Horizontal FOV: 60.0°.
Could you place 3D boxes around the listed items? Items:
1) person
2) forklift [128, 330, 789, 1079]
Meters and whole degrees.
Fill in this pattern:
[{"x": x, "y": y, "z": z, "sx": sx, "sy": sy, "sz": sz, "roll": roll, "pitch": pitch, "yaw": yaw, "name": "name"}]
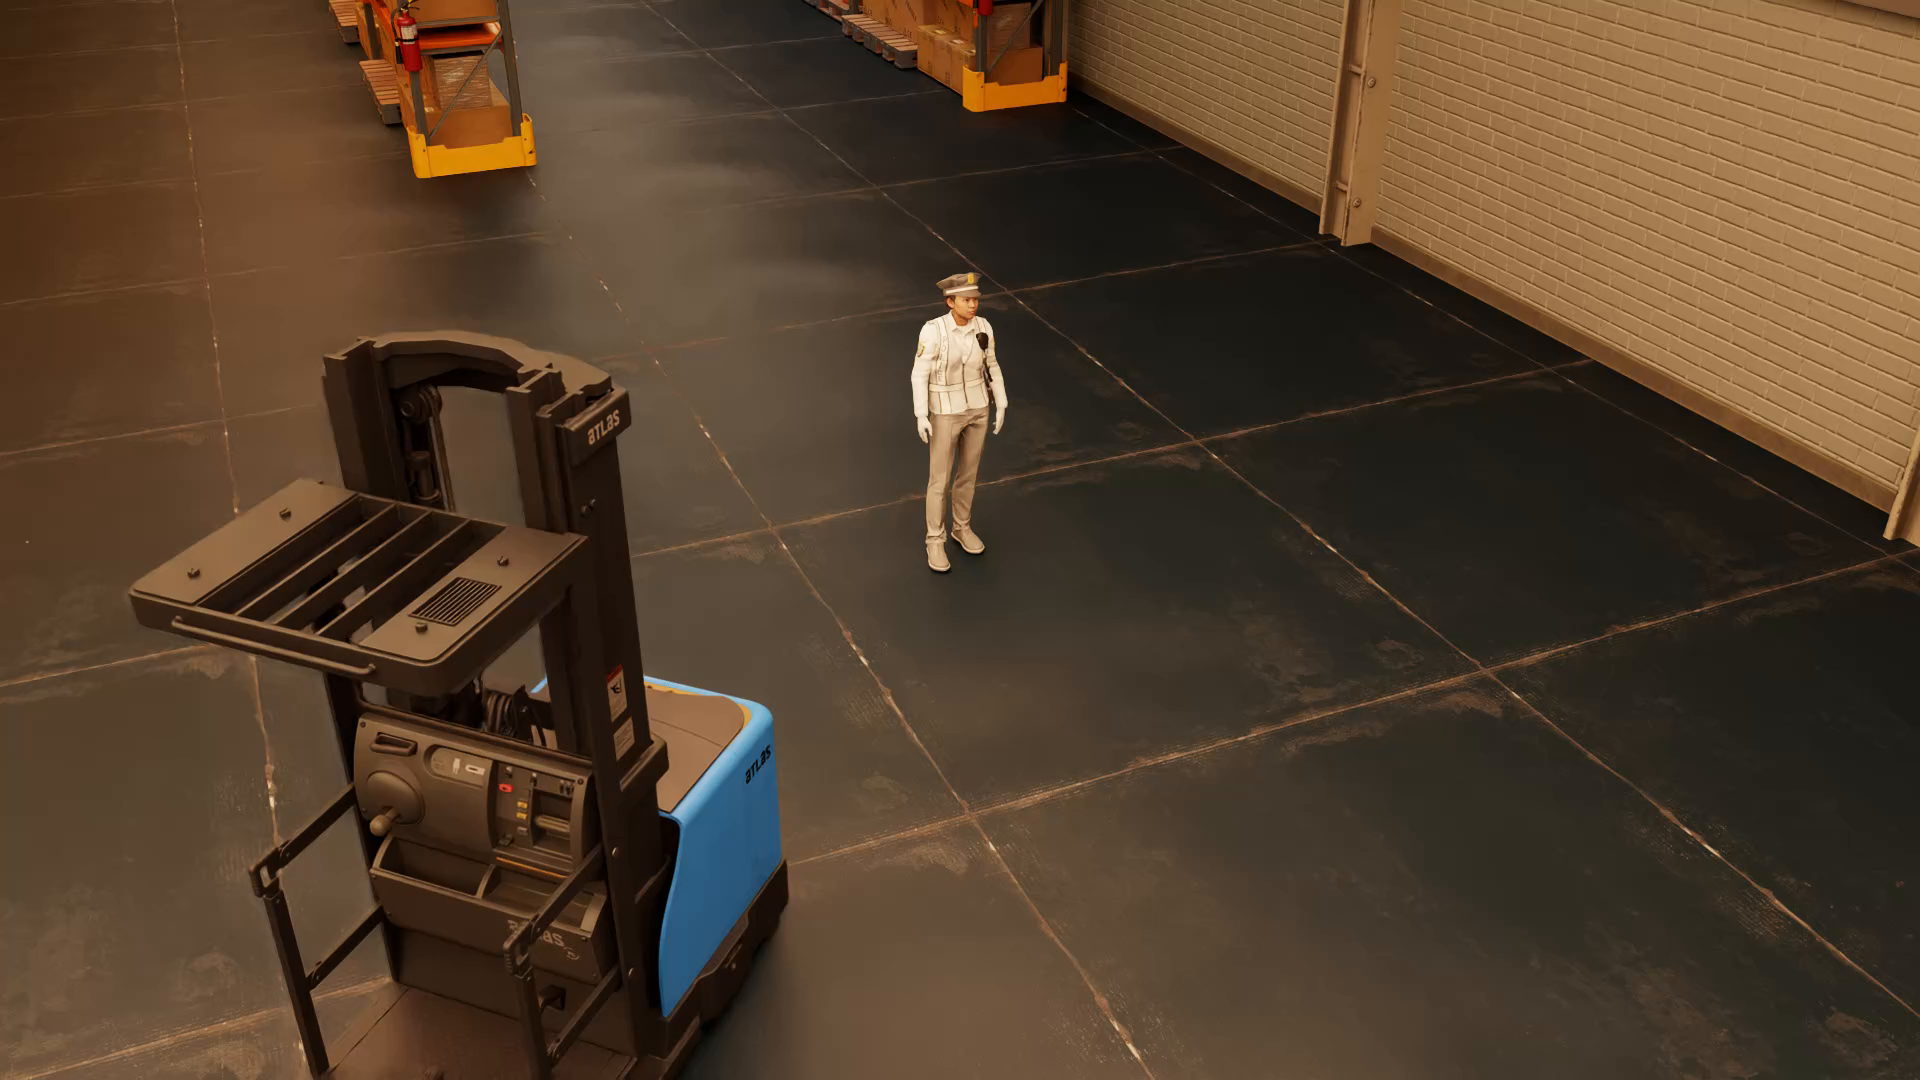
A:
[{"x": 0.021, "y": -0.710, "z": 9.593, "sx": 0.588, "sy": 1.696, "sz": 0.533, "roll": -12, "pitch": 32, "yaw": -20, "name": "person"}, {"x": -1.750, "y": 0.923, "z": 5.507, "sx": 1.130, "sy": 2.935, "sz": 3.031, "roll": 11, "pitch": 32, "yaw": 18, "name": "forklift"}]
